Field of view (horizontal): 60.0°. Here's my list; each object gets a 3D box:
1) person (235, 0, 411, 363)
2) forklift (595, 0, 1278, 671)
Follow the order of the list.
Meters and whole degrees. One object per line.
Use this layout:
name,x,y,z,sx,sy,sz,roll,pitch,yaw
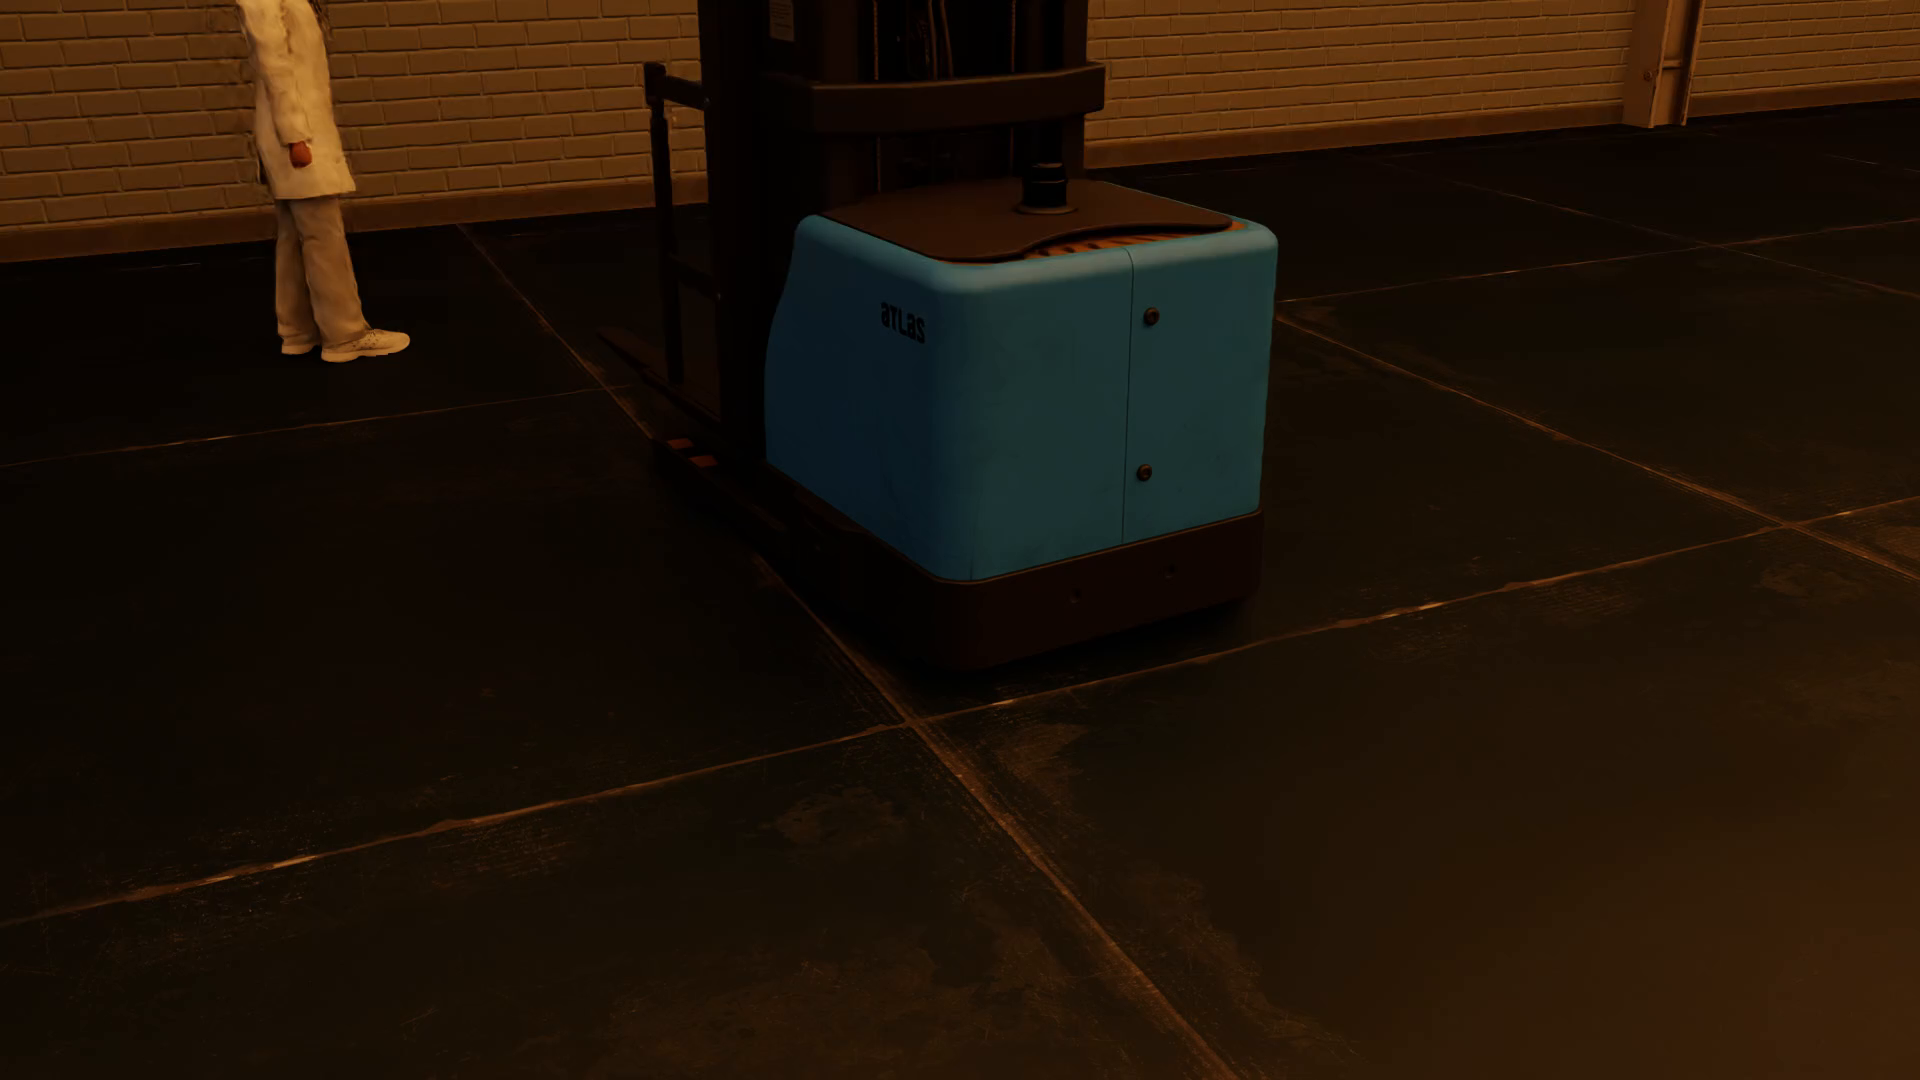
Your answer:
person,-2.606,-1.630,6.716,0.516,1.780,0.556,-10,24,-22
forklift,-0.362,-1.546,5.007,1.130,2.935,3.031,-13,26,-29
